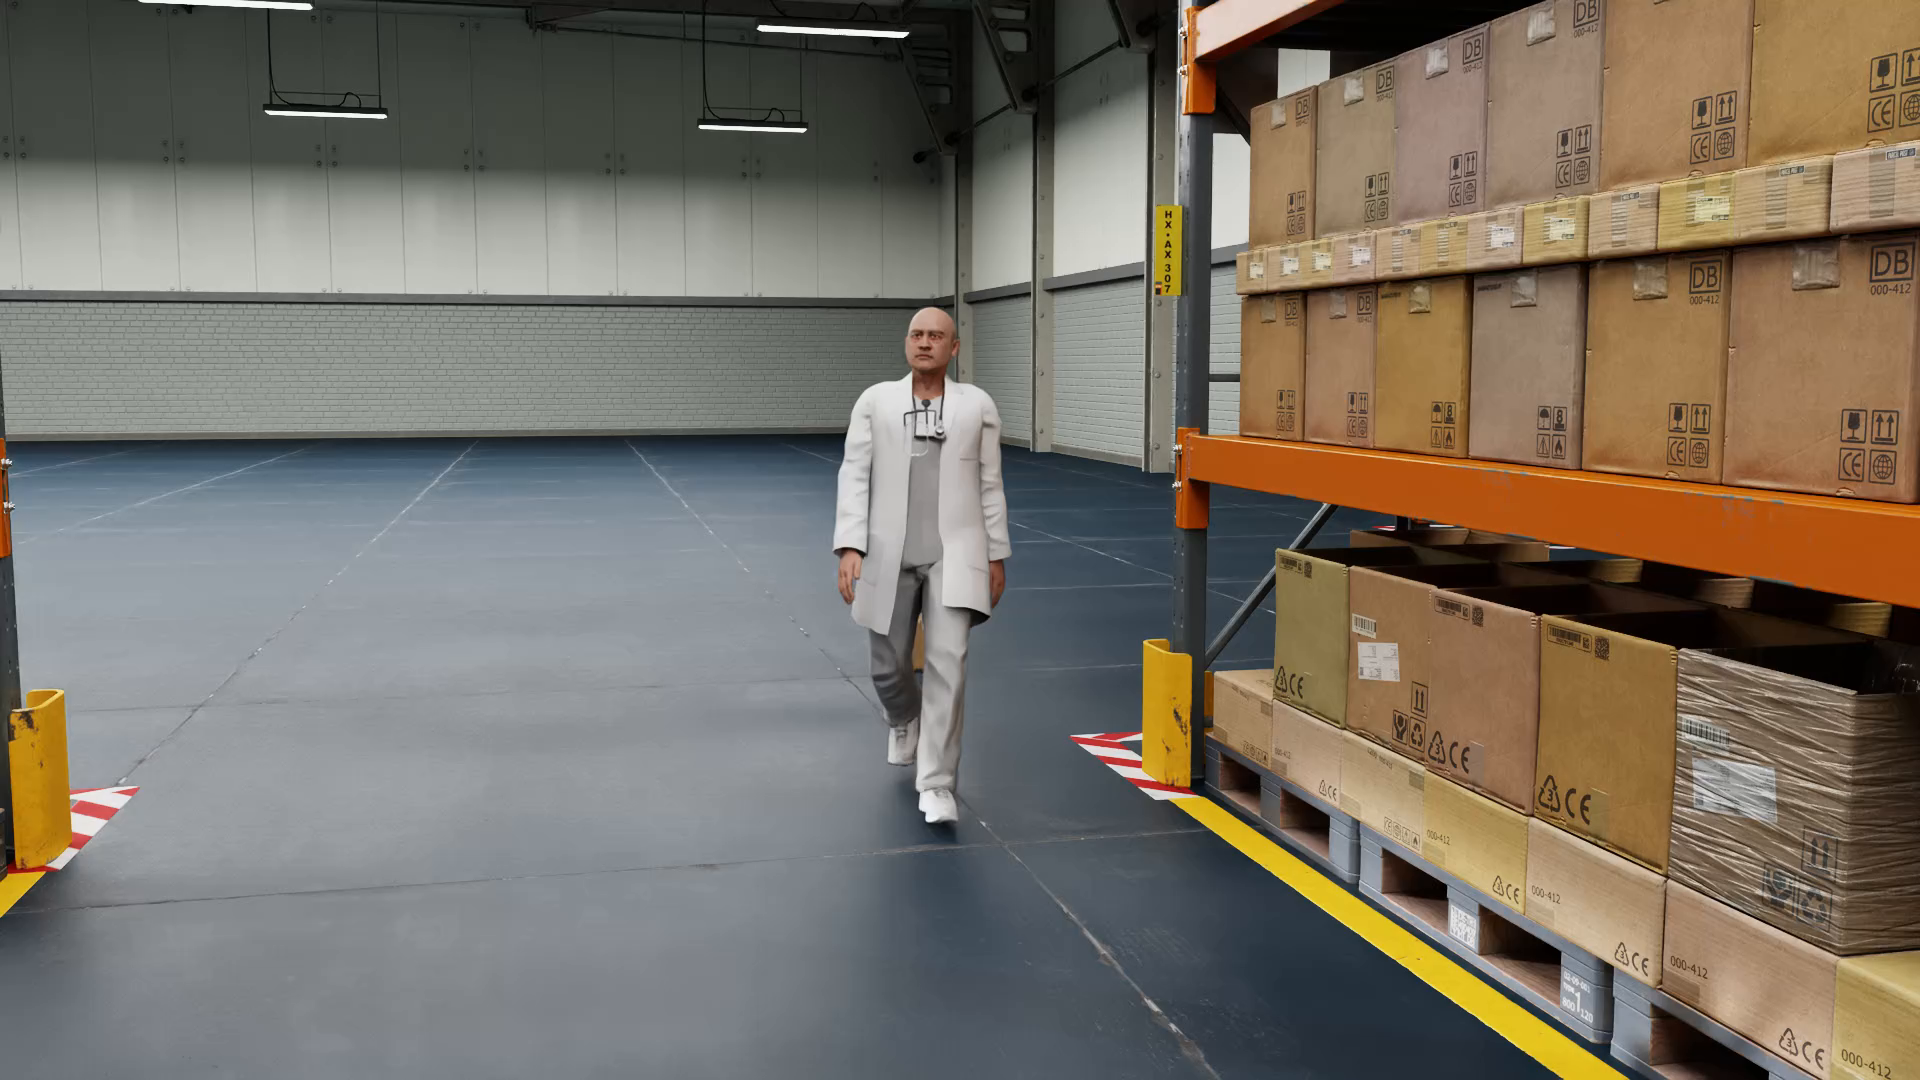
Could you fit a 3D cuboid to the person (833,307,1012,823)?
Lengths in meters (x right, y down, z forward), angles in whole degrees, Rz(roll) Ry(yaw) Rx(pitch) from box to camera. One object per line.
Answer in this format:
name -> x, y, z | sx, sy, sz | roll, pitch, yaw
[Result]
person -> -0.129, 0.050, 5.873 | 0.618, 1.732, 1.042 | 0, 6, 3
